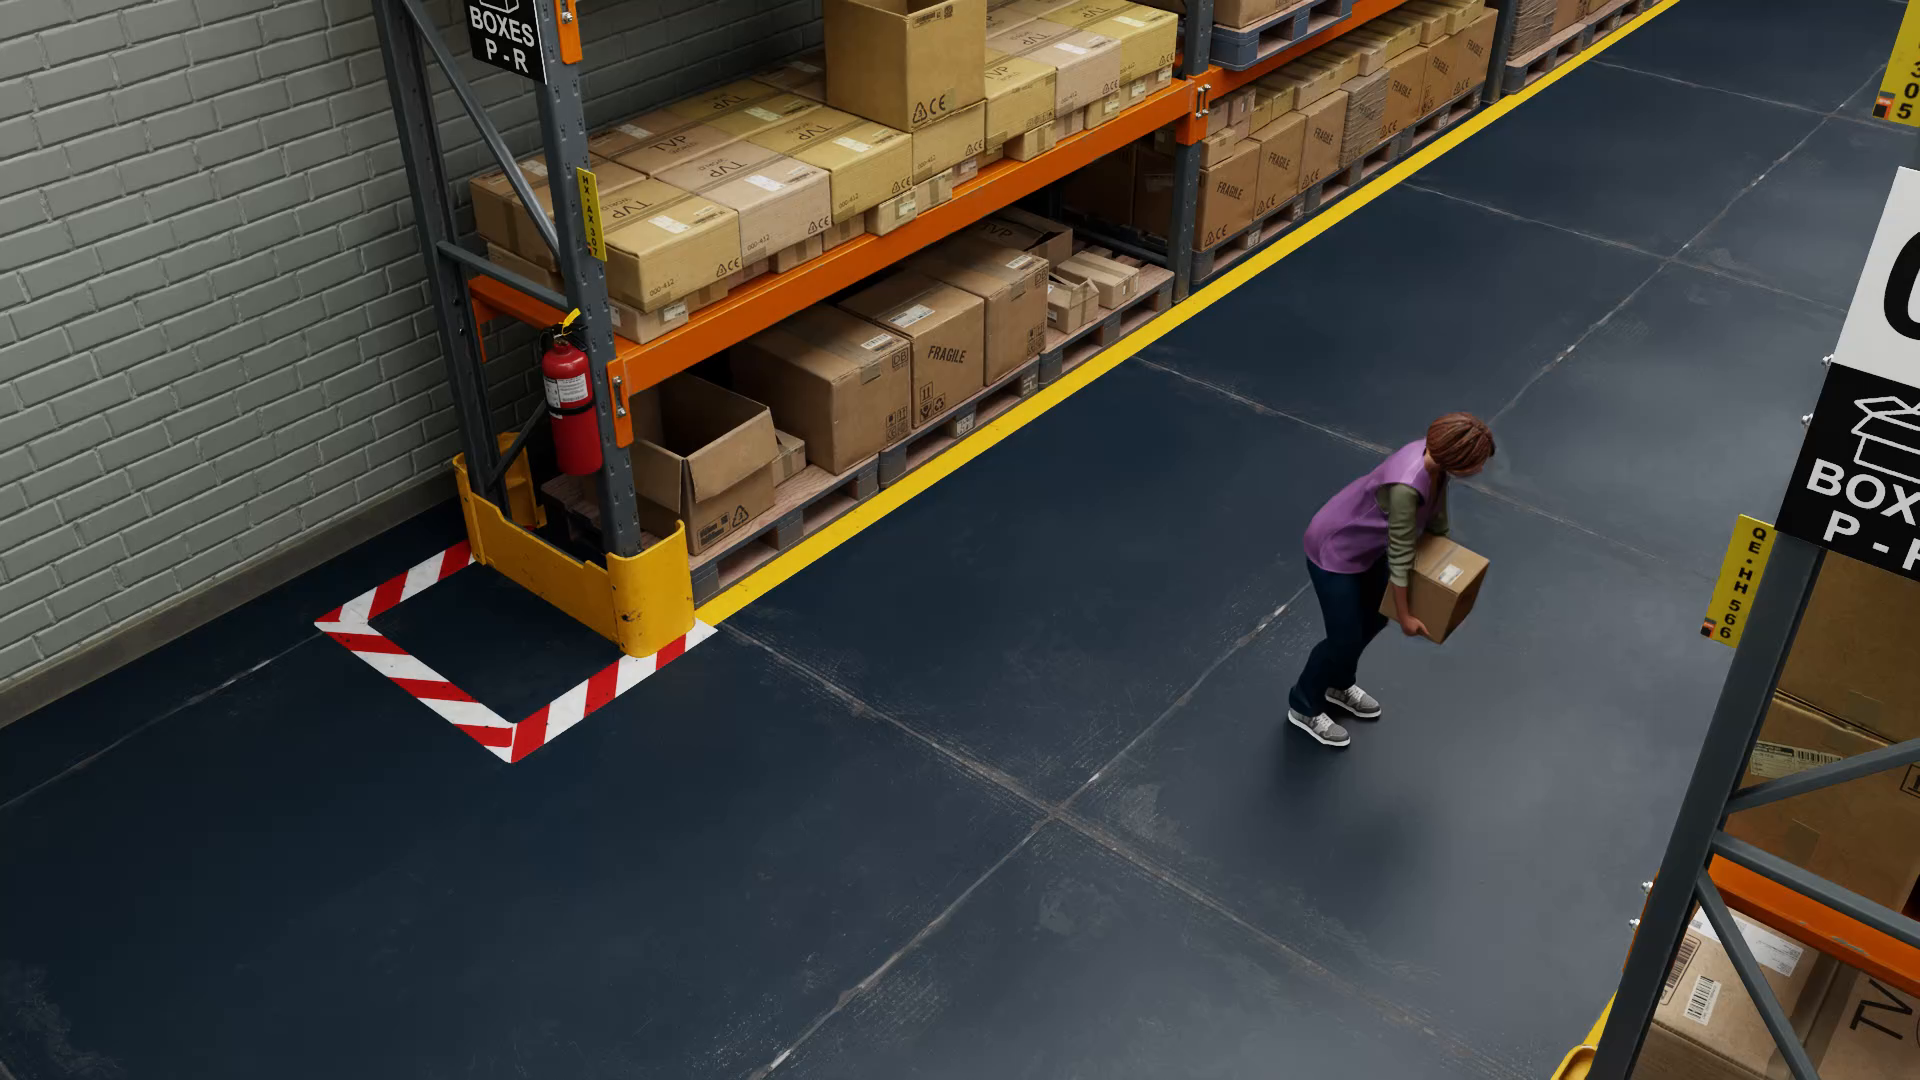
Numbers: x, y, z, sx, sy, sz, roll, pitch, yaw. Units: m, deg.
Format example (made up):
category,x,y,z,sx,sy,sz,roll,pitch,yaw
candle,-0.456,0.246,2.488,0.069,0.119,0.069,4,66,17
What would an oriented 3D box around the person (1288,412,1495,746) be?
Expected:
category,x,y,z,sx,sy,sz,roll,pitch,yaw
person,1.538,0.129,6.068,0.598,1.495,0.375,25,42,31
